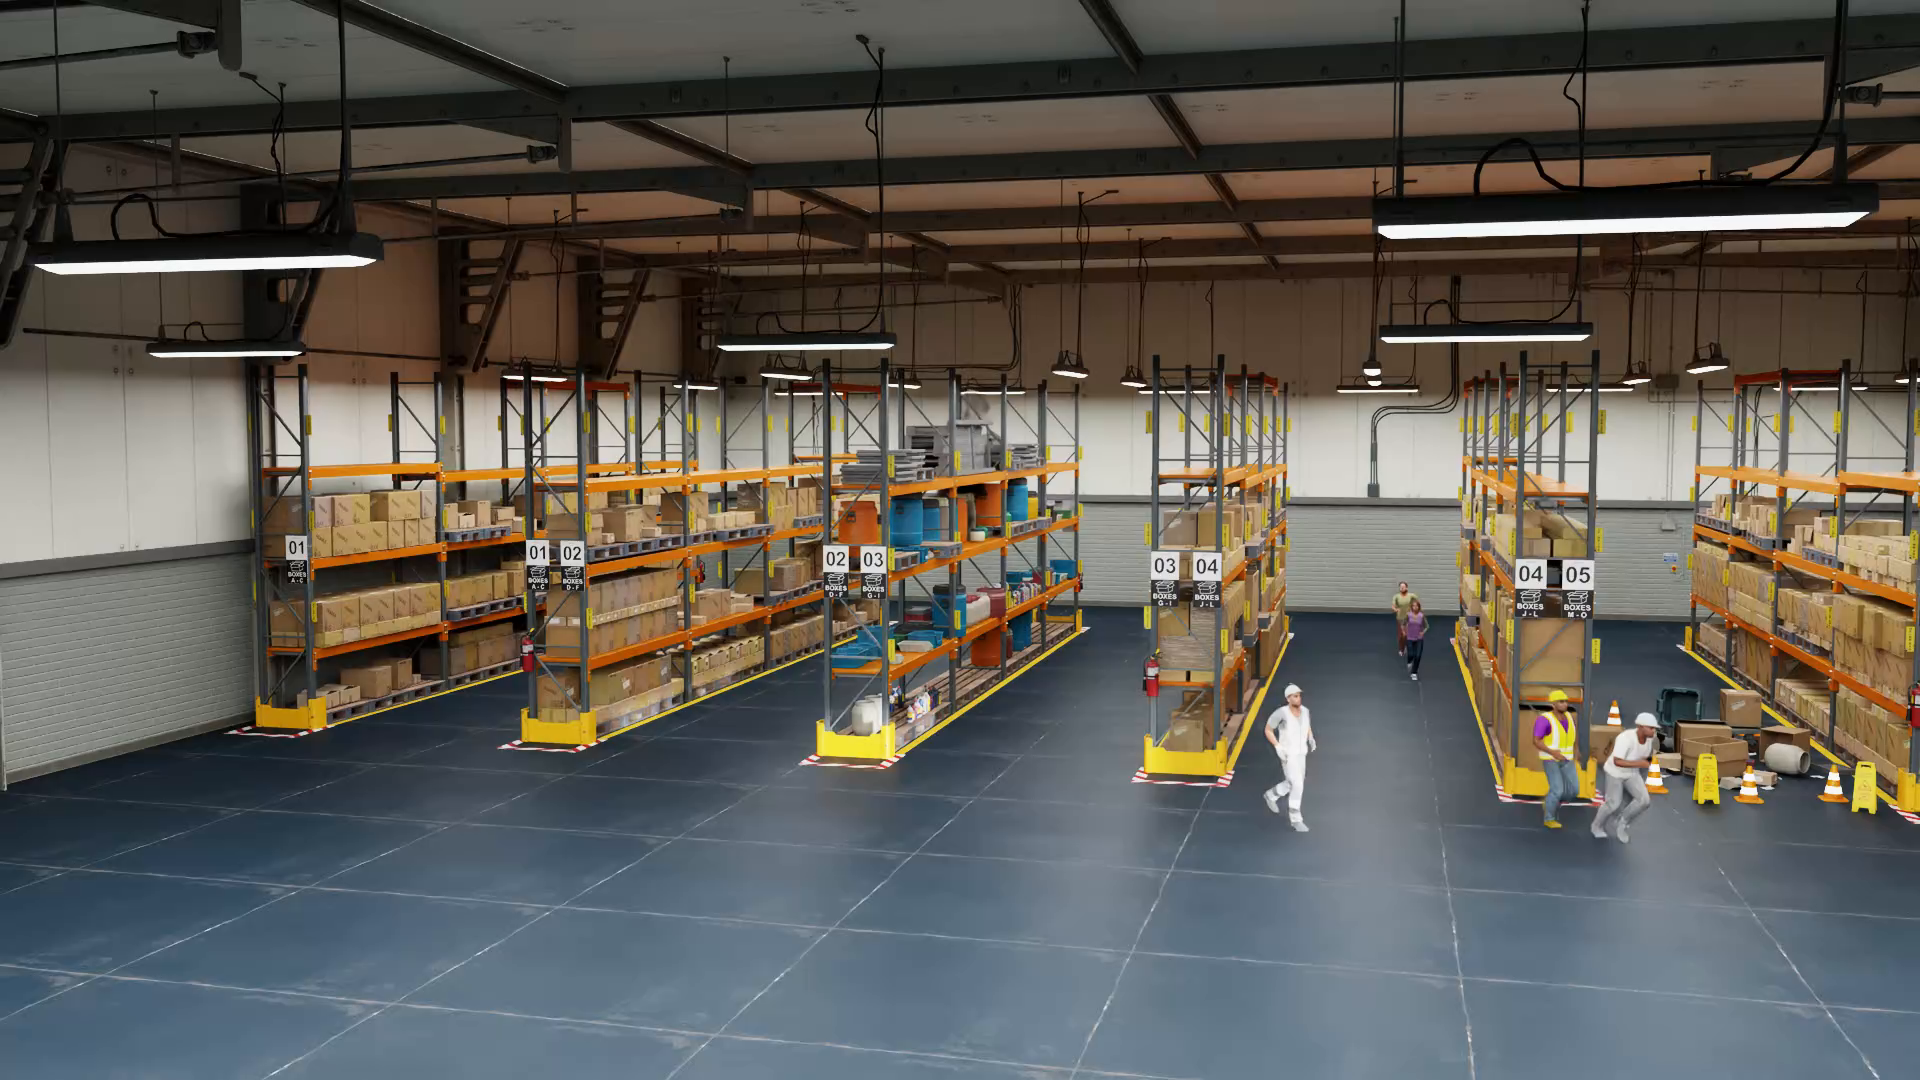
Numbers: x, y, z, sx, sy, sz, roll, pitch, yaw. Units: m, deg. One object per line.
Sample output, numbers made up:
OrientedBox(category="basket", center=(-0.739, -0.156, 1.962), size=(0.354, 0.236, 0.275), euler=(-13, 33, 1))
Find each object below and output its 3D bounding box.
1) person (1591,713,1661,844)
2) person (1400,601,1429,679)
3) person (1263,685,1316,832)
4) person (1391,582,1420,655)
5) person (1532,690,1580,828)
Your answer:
OrientedBox(category="person", center=(7.970, 2.822, 19.835), size=(0.735, 1.625, 0.947), euler=(-2, 4, -27))
OrientedBox(category="person", center=(8.979, 1.973, 32.829), size=(0.549, 1.555, 0.537), euler=(1, 4, 12))
OrientedBox(category="person", center=(4.098, 2.680, 20.769), size=(0.652, 1.794, 0.840), euler=(-3, 5, -32))
OrientedBox(category="person", center=(9.584, 1.703, 35.797), size=(0.594, 1.620, 0.769), euler=(1, 4, 20))
OrientedBox(category="person", center=(7.423, 2.716, 20.602), size=(0.749, 1.722, 0.606), euler=(-2, 4, -22))
